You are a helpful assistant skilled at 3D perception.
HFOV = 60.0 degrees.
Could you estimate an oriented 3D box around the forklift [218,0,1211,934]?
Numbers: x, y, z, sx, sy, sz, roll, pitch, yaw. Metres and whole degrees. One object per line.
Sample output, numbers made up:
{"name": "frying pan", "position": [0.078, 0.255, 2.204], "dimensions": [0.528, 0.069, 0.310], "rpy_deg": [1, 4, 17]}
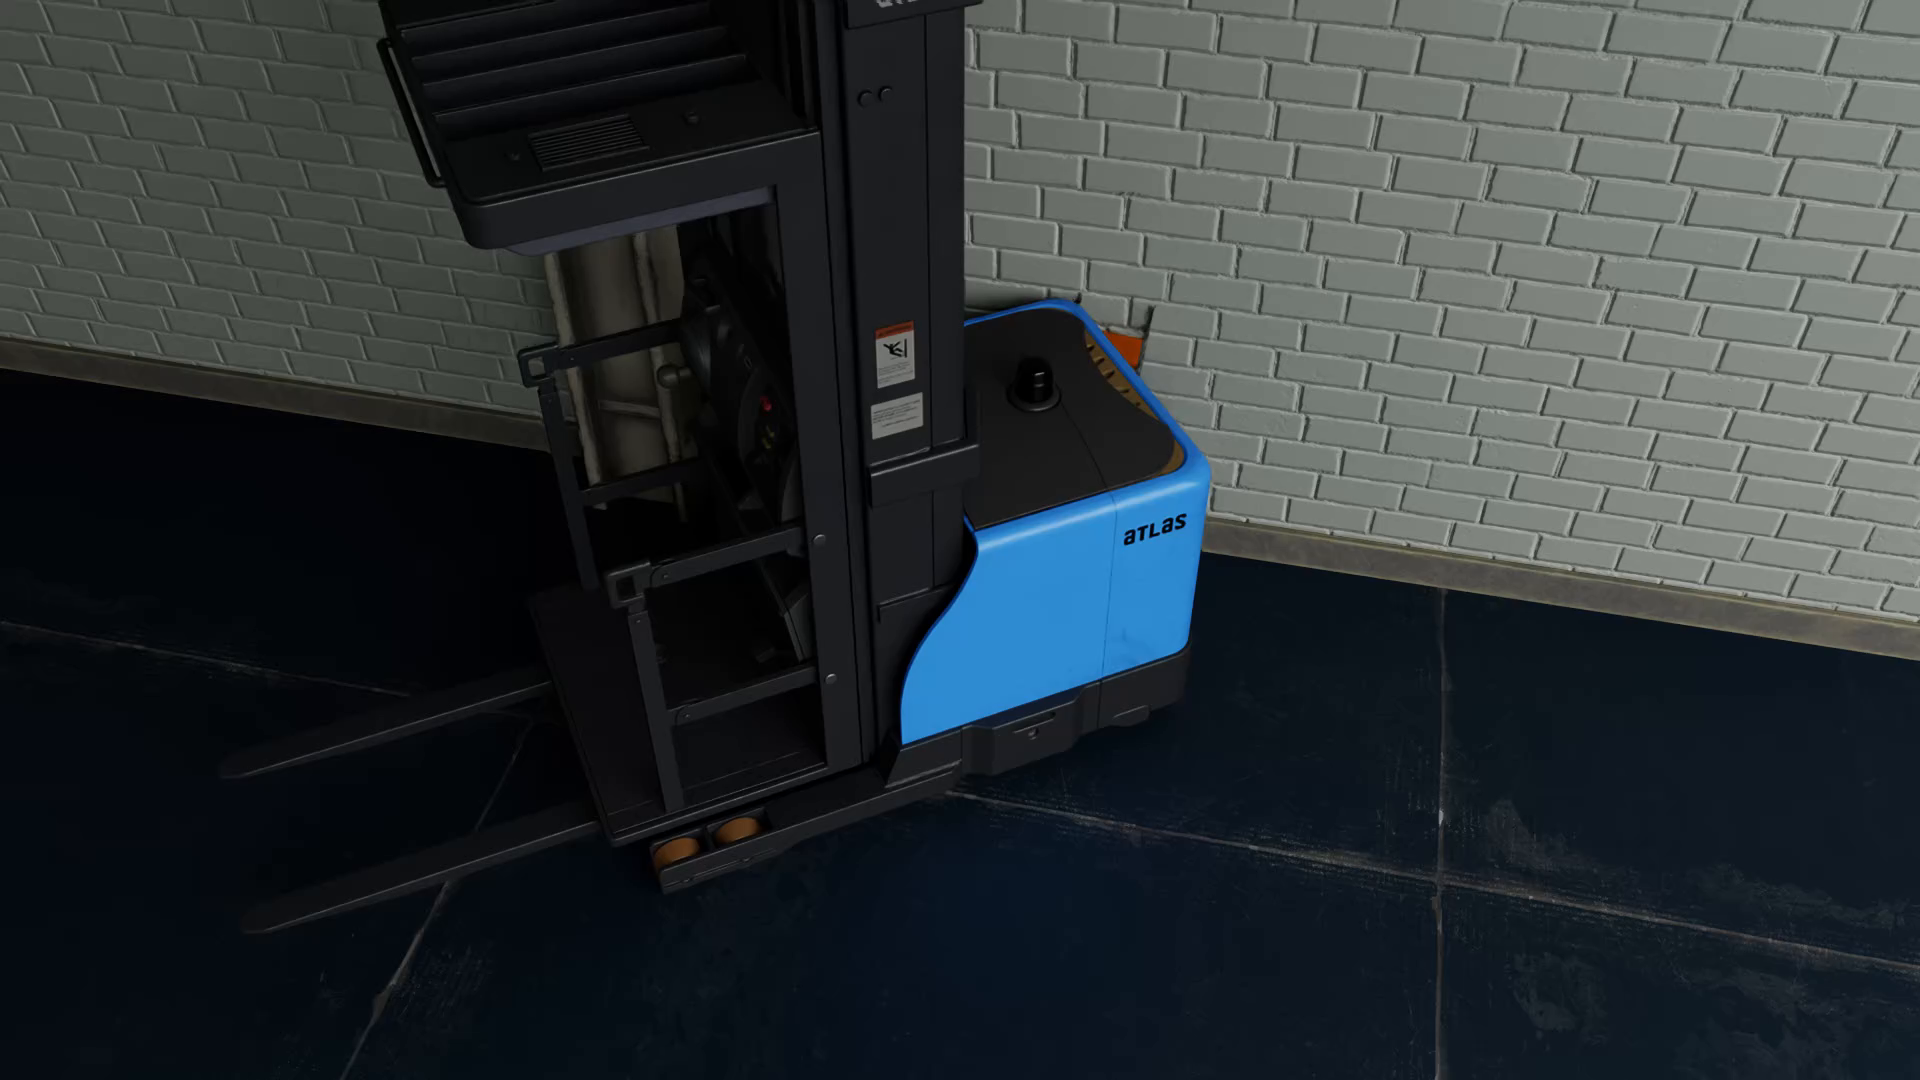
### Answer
{"name": "forklift", "position": [-0.798, -0.398, 4.550], "dimensions": [3.031, 2.935, 1.130], "rpy_deg": [-17, 46, -17]}

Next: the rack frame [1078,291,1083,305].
{"name": "rack frame", "position": [0.336, -0.391, 5.855], "dimensions": [0.008, 1.050, 0.200], "rpy_deg": [13, 44, 7]}

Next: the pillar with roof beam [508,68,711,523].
{"name": "pillar with roof beam", "position": [-2.122, -0.527, 0.309], "dimensions": [0.400, 9.000, 9.100], "rpy_deg": [9, 45, 9]}

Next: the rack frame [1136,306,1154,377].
{"name": "rack frame", "position": [0.572, -0.335, 5.827], "dimensions": [0.008, 1.050, 0.200], "rpy_deg": [13, 44, 7]}

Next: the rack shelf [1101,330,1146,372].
{"name": "rack shelf", "position": [0.479, -0.559, 5.653], "dimensions": [0.240, 0.259, 0.215], "rpy_deg": [13, 44, 7]}

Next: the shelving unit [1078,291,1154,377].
{"name": "shelving unit", "position": [0.454, -0.363, 5.841], "dimensions": [0.252, 1.050, 0.215], "rpy_deg": [13, 44, 7]}
